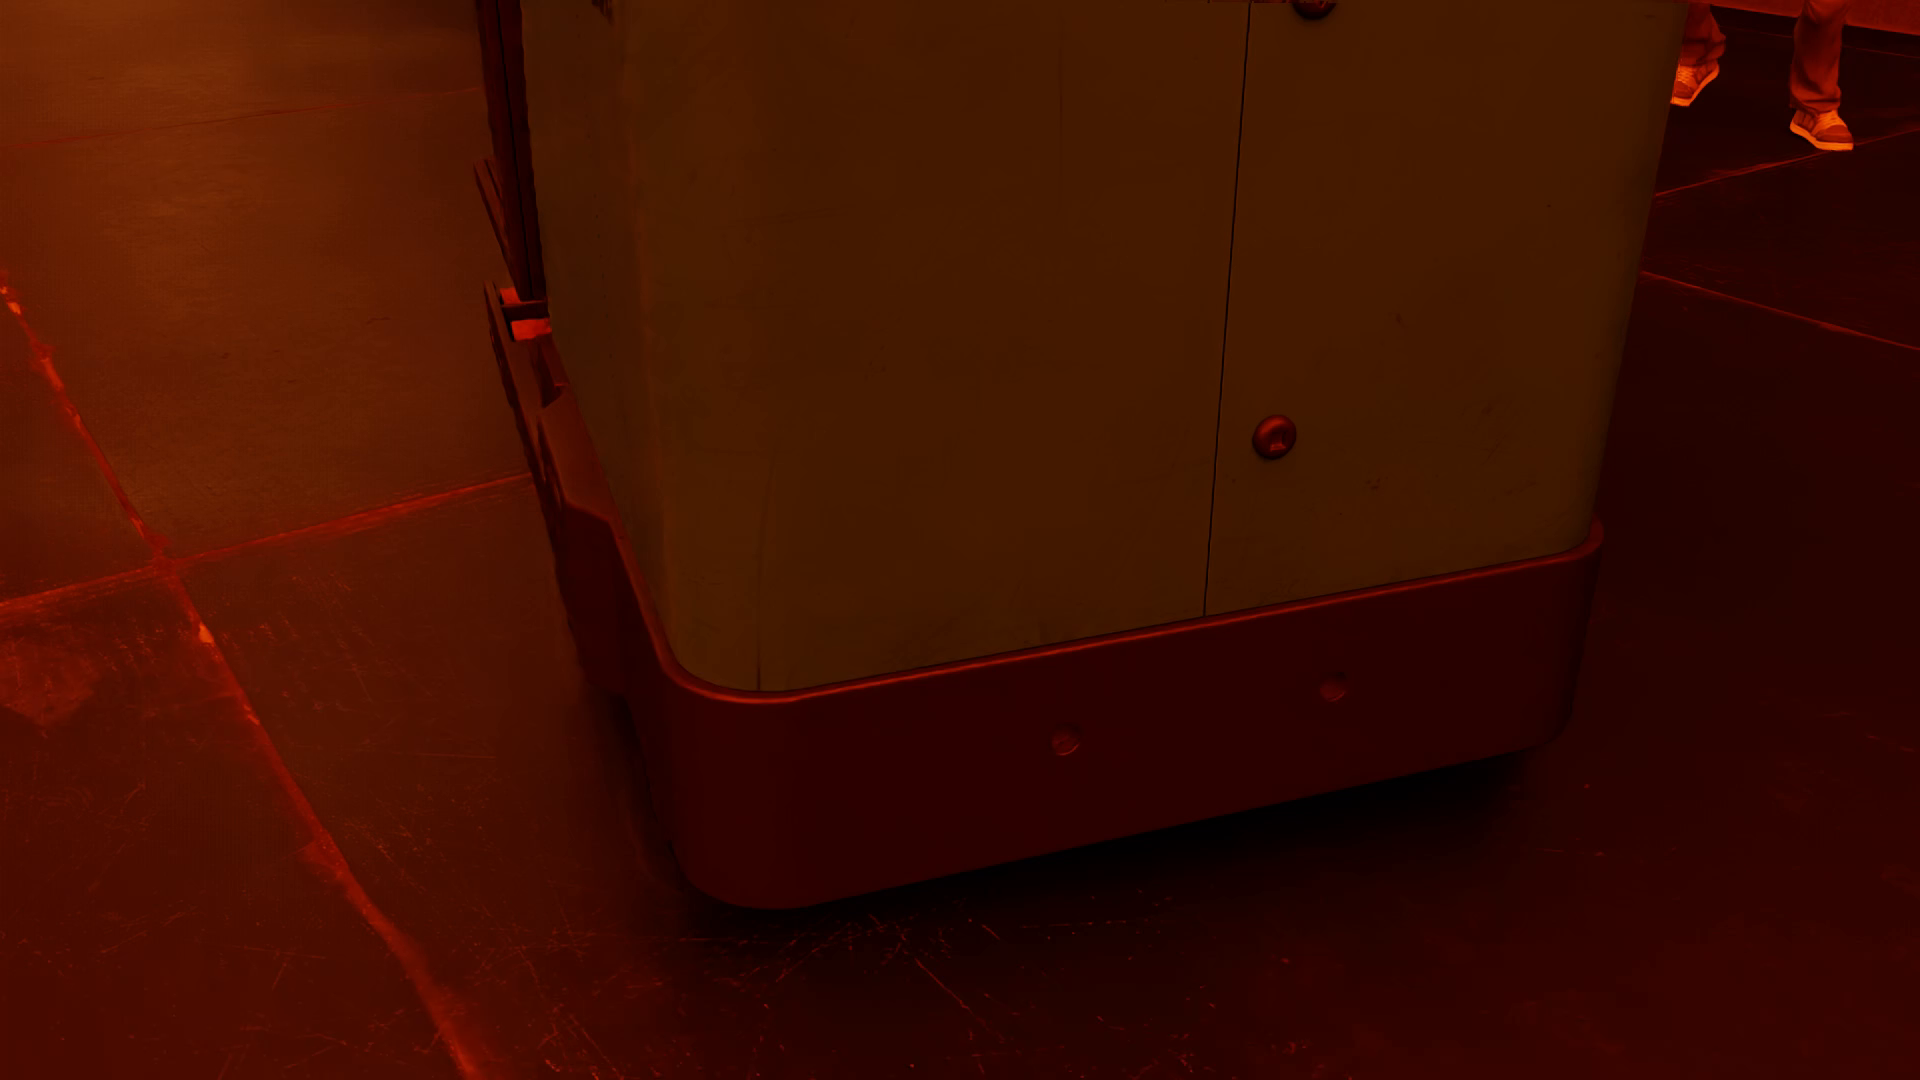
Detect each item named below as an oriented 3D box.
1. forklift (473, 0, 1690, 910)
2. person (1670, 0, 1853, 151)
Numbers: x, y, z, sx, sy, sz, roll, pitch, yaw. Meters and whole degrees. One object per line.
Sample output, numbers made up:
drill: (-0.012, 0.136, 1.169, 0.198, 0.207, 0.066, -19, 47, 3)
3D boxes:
forklift: (-0.252, -1.590, 2.401, 1.130, 2.935, 3.031, -9, 28, -17)
person: (2.235, -1.863, 4.546, 0.452, 1.511, 0.754, -23, 34, -38)
